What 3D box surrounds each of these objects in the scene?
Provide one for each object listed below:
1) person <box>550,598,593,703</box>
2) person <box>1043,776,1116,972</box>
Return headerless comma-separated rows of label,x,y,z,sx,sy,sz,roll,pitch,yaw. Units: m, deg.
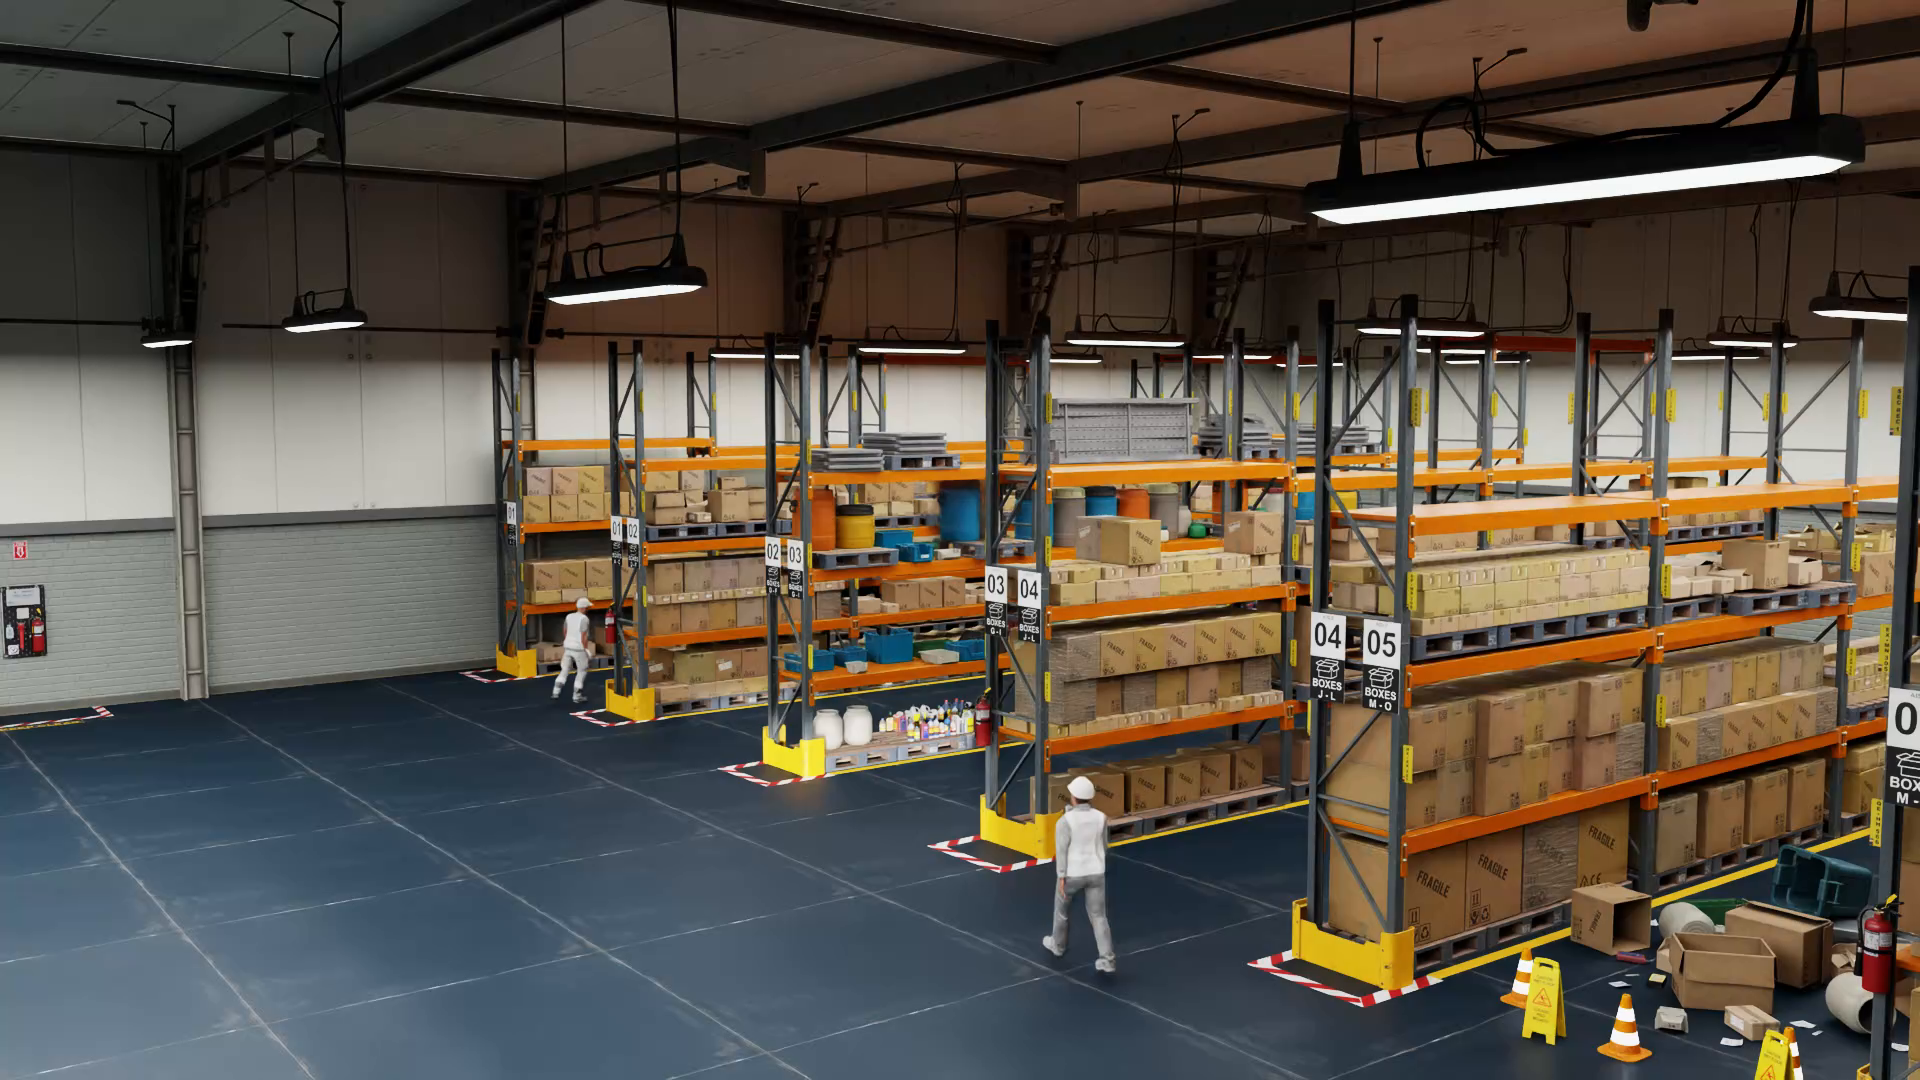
person,-6.454,1.854,27.771,0.640,1.763,0.737,3,6,28
person,1.084,2.985,14.998,0.546,1.726,1.070,-2,5,-20
